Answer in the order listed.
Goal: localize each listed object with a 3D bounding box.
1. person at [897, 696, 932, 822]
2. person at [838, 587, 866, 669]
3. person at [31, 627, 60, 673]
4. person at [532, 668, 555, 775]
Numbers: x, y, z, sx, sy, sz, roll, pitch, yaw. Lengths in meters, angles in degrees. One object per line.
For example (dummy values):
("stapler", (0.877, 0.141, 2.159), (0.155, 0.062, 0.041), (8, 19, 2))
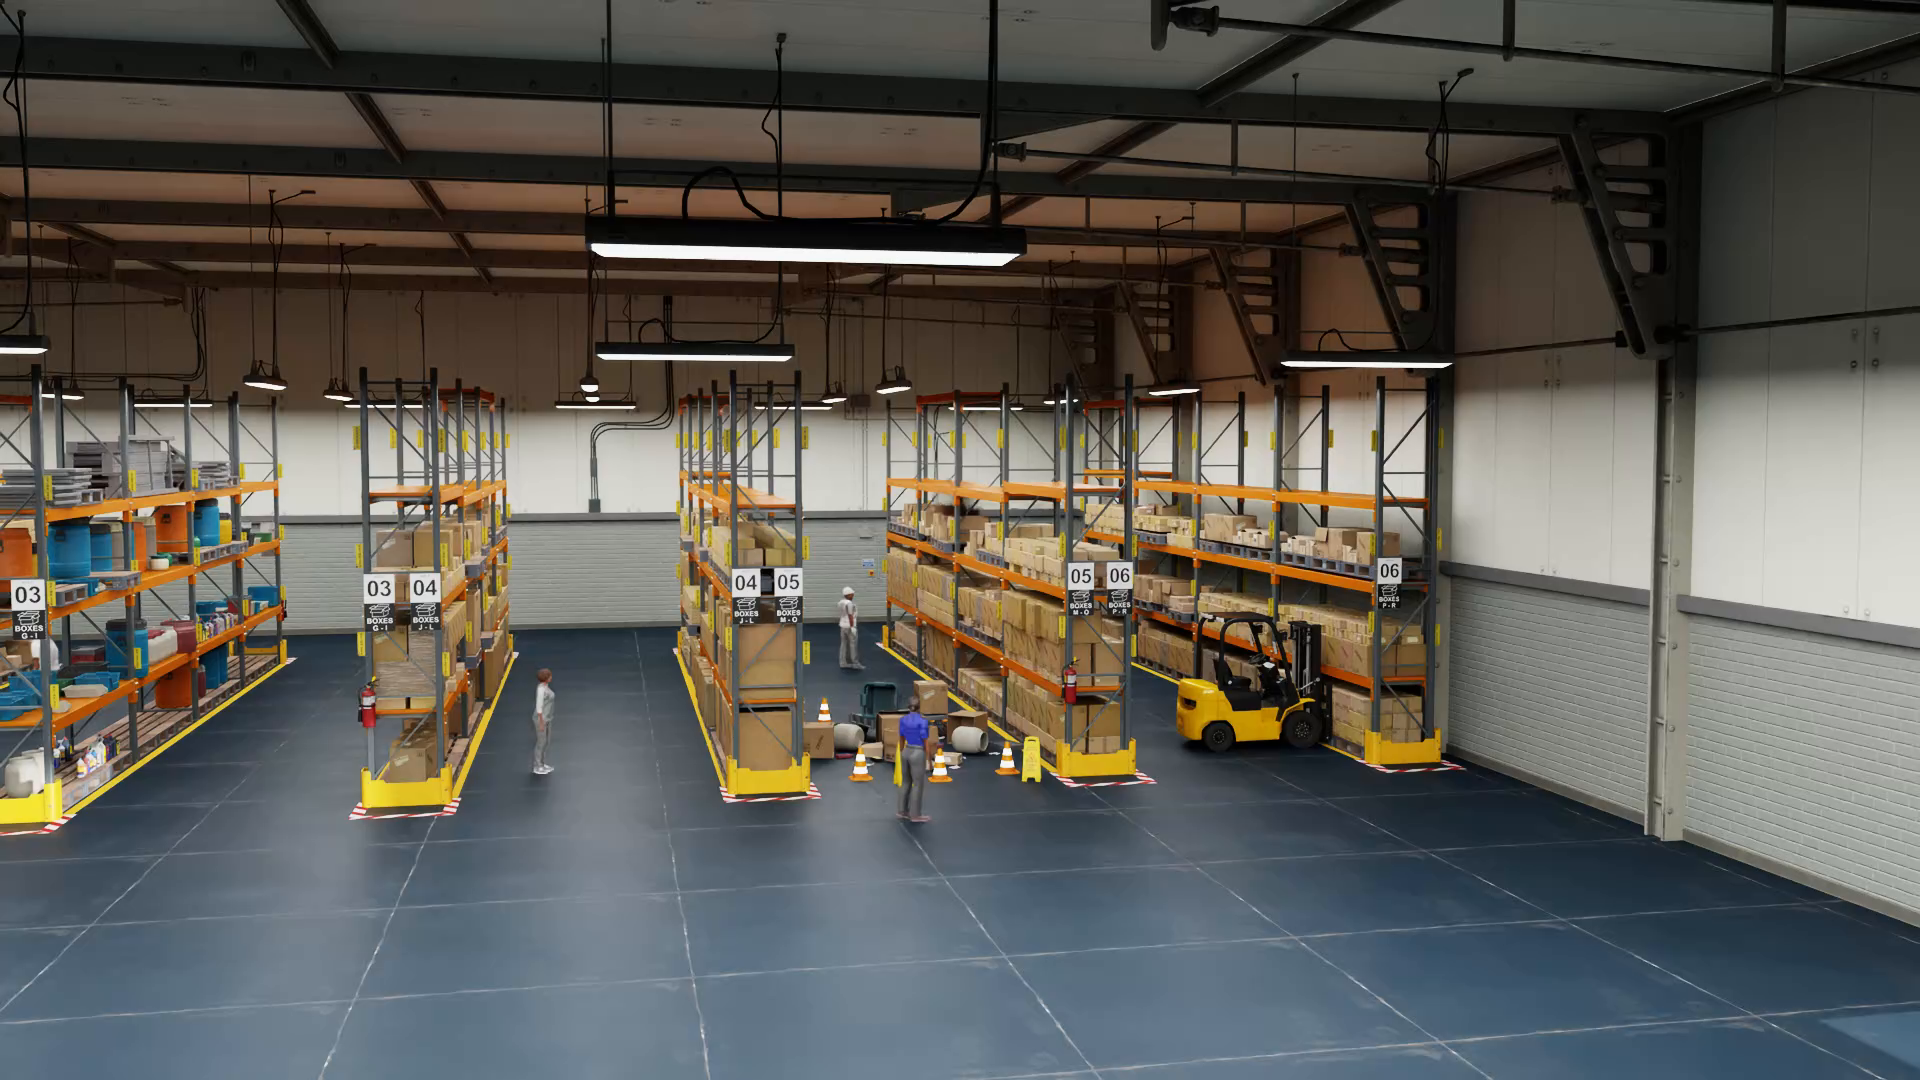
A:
("person", (-0.593, 2.893, 21.897), (0.343, 1.672, 0.506), (-3, 4, -40))
("person", (-2.400, 1.931, 36.604), (0.493, 1.806, 0.591), (-2, 4, -33))
("person", (-16.235, 2.357, 29.641), (0.683, 1.759, 0.563), (1, 4, 23))
("person", (-6.271, 2.717, 25.035), (0.346, 1.602, 0.495), (0, 3, 3))
